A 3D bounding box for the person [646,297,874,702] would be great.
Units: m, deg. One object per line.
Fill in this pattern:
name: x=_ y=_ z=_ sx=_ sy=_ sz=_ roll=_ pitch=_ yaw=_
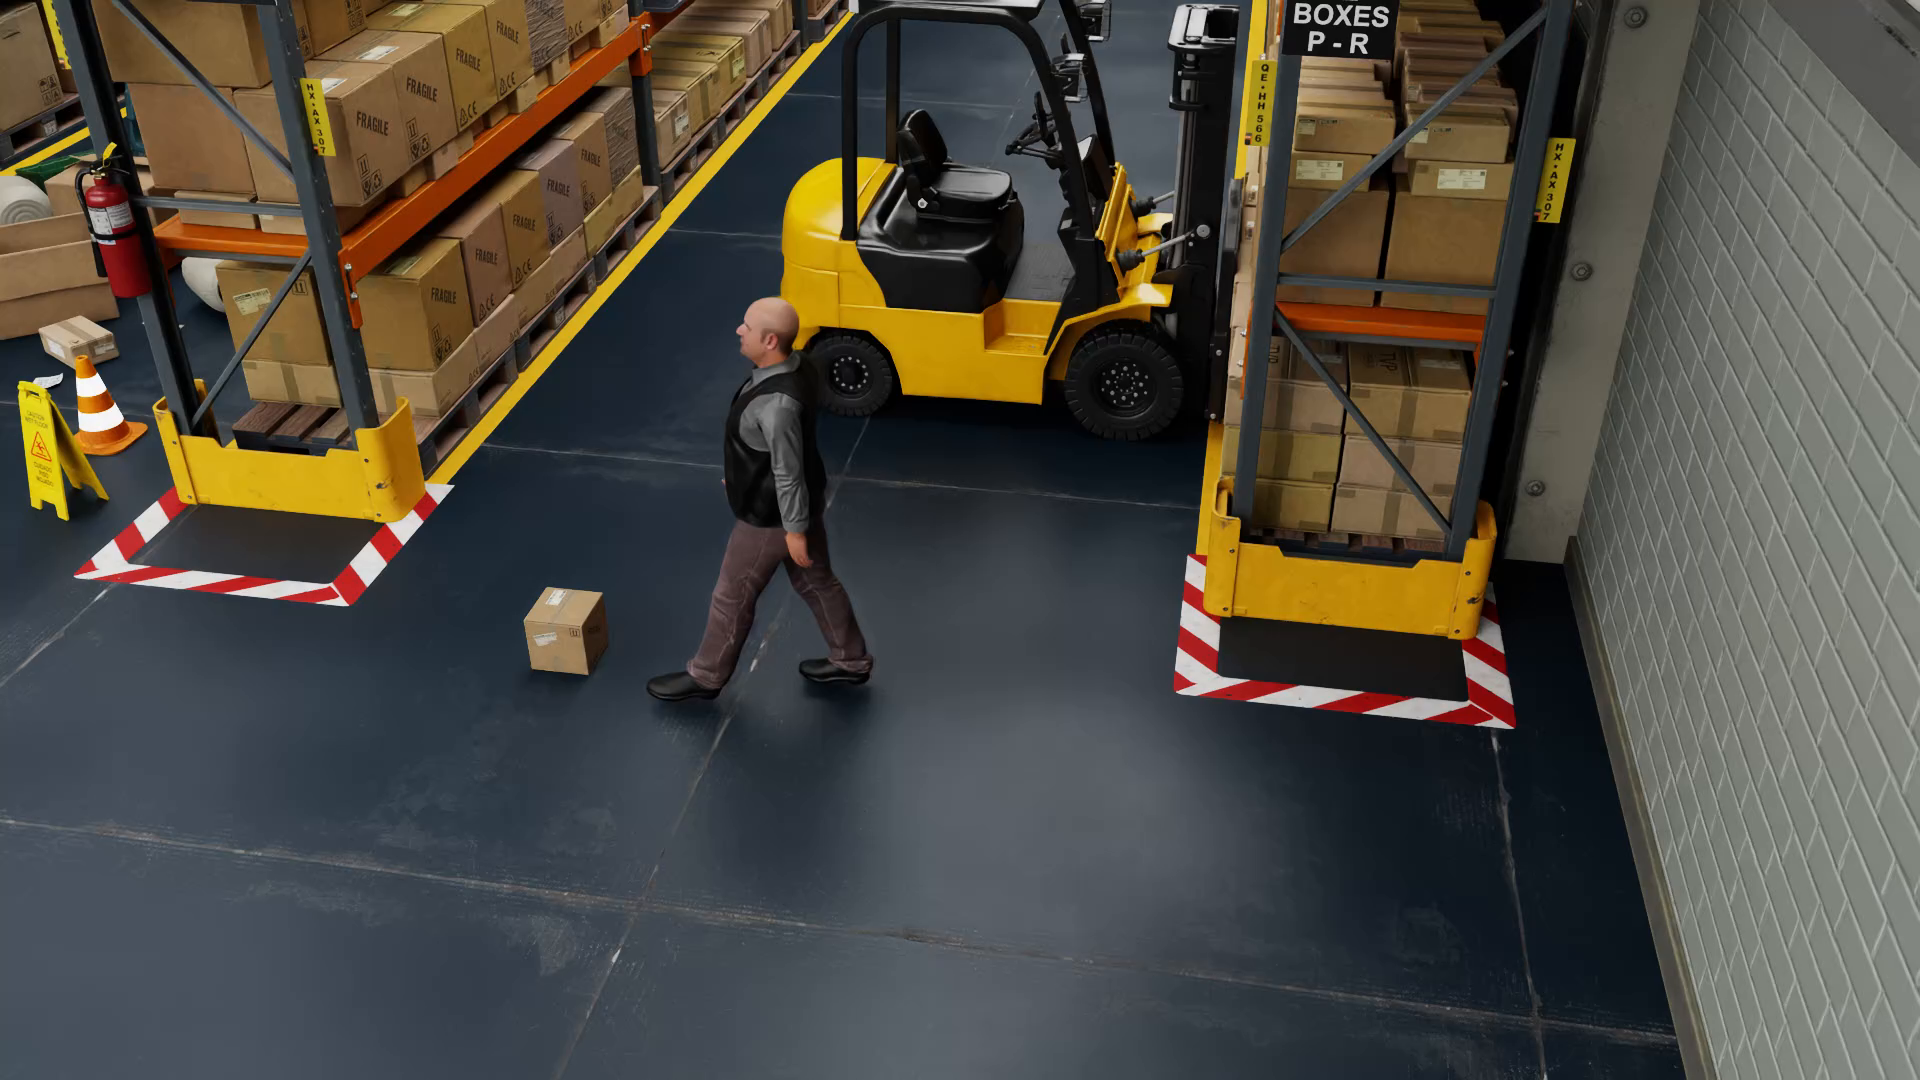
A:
person: x=-0.789 y=-0.151 z=6.367 sx=0.886 sy=1.684 sz=0.546 roll=5 pitch=32 yaw=7
